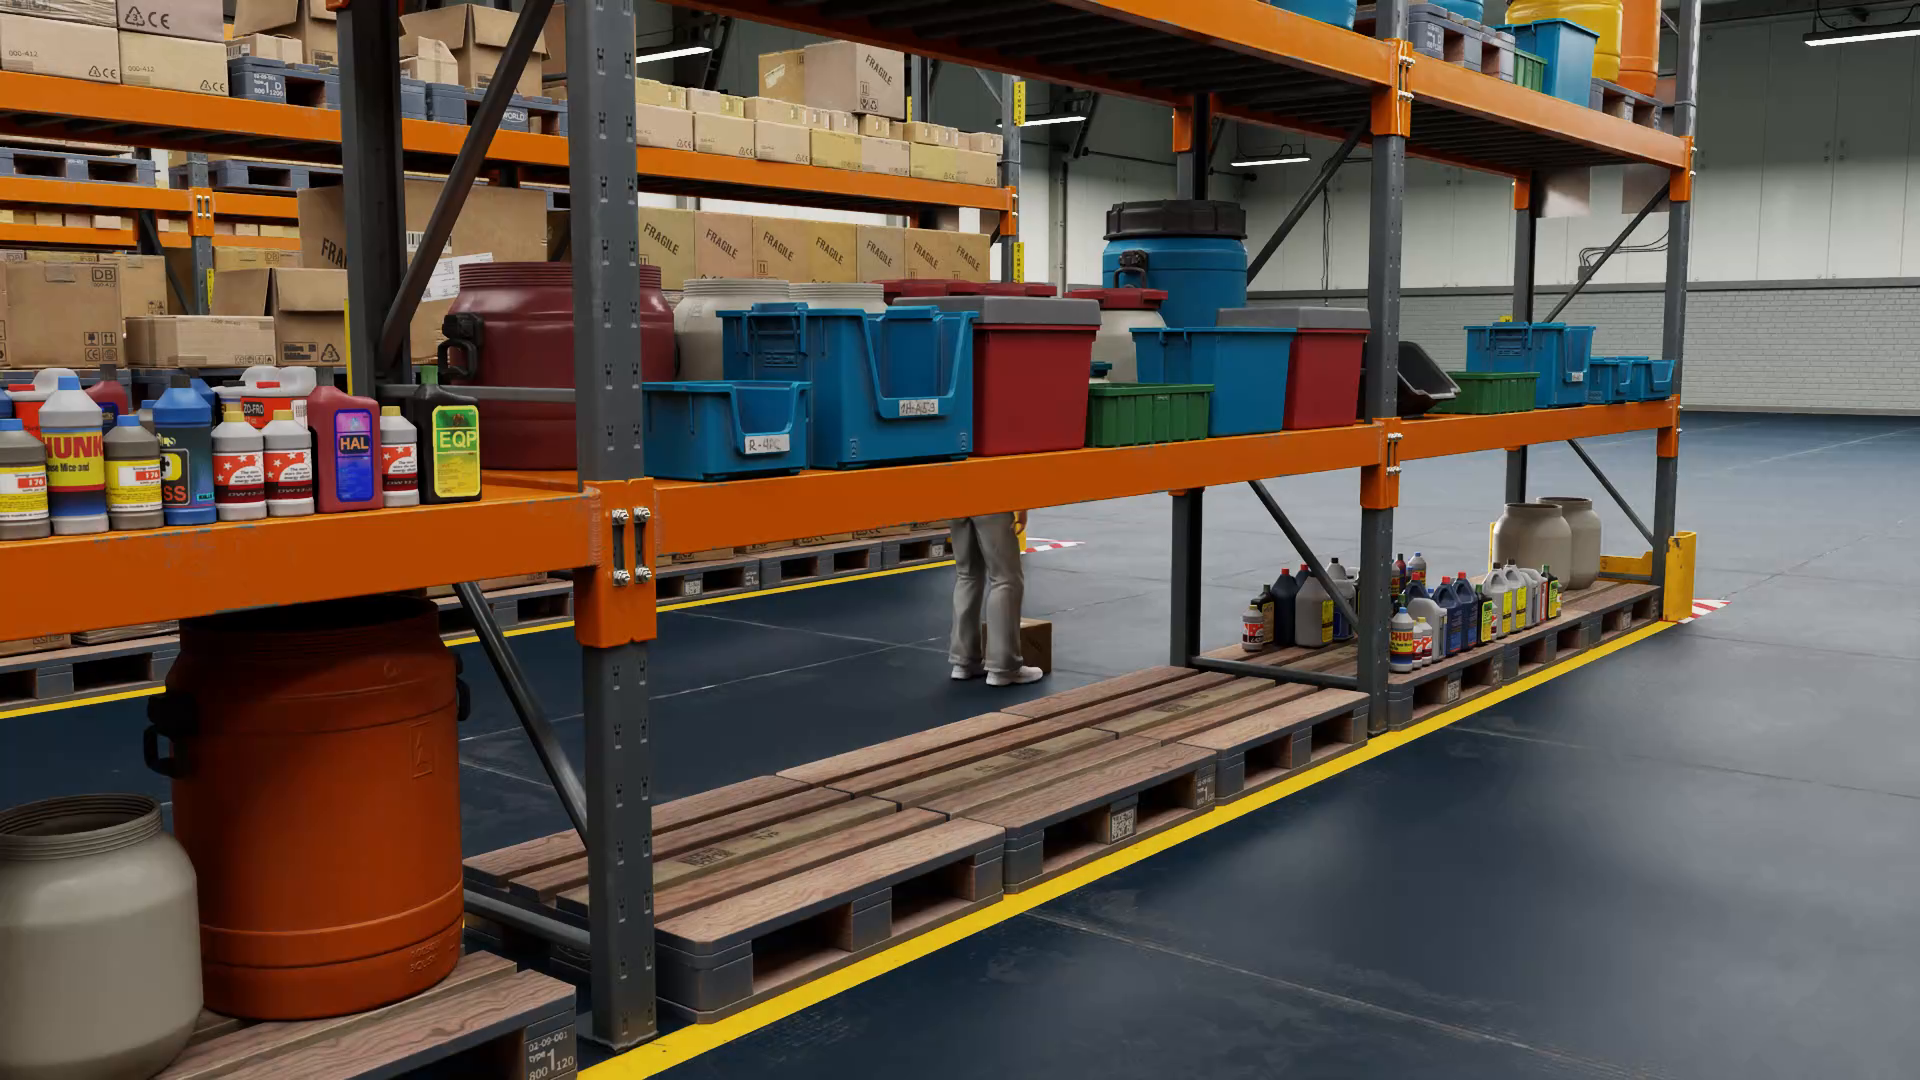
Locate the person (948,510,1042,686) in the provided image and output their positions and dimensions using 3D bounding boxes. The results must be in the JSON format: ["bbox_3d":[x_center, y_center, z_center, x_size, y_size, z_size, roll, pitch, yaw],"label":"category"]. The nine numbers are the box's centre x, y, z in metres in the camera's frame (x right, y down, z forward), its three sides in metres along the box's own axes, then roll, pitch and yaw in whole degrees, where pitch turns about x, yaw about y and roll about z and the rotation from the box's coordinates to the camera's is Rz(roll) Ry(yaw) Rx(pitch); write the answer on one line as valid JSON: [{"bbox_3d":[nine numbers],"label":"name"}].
[{"bbox_3d":[0.121,-0.151,8.023,0.484,1.672,0.360,6,9,43],"label":"person"}]
